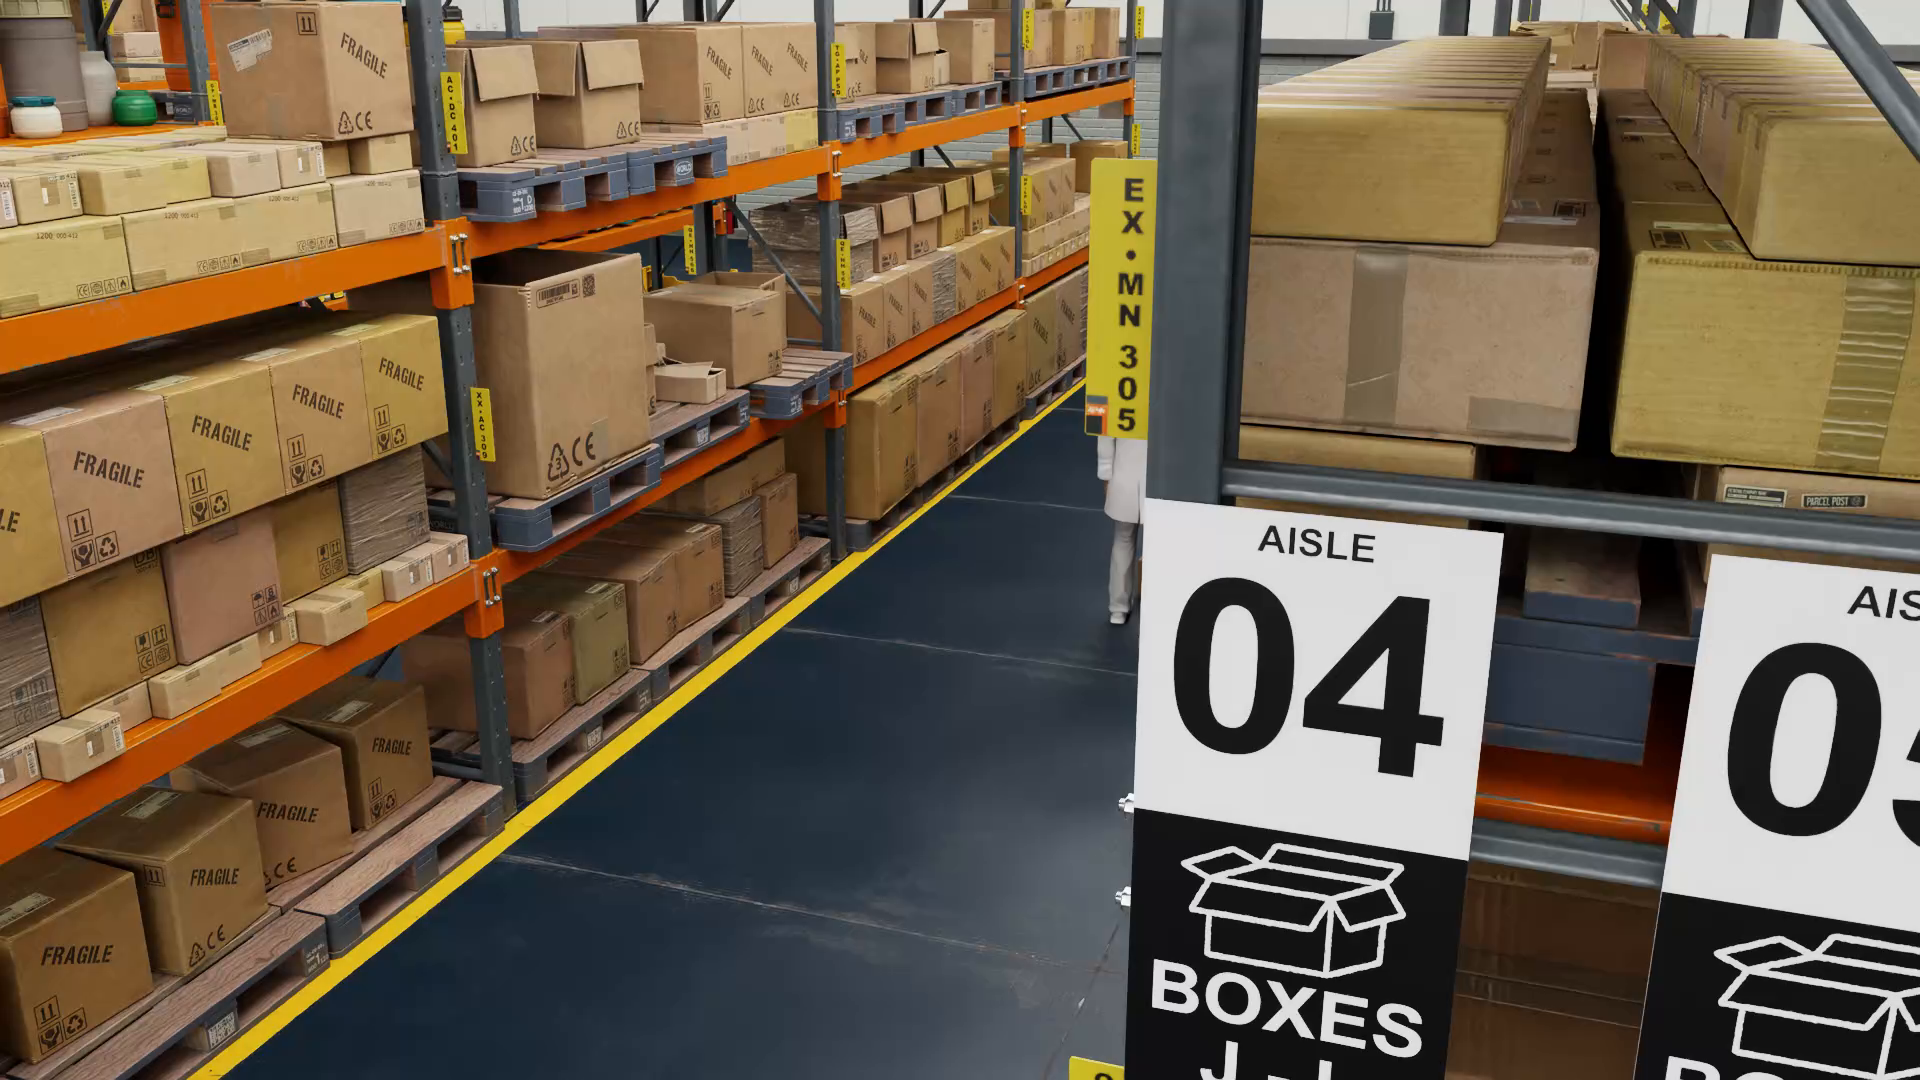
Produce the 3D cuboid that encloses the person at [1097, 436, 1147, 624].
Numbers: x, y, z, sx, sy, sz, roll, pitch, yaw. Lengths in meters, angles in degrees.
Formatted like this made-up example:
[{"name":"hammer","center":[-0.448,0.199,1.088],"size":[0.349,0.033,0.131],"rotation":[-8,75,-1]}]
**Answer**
[{"name":"person","center":[1.111,-0.347,10.145],"size":[0.562,1.779,0.388],"rotation":[7,20,19]}]
